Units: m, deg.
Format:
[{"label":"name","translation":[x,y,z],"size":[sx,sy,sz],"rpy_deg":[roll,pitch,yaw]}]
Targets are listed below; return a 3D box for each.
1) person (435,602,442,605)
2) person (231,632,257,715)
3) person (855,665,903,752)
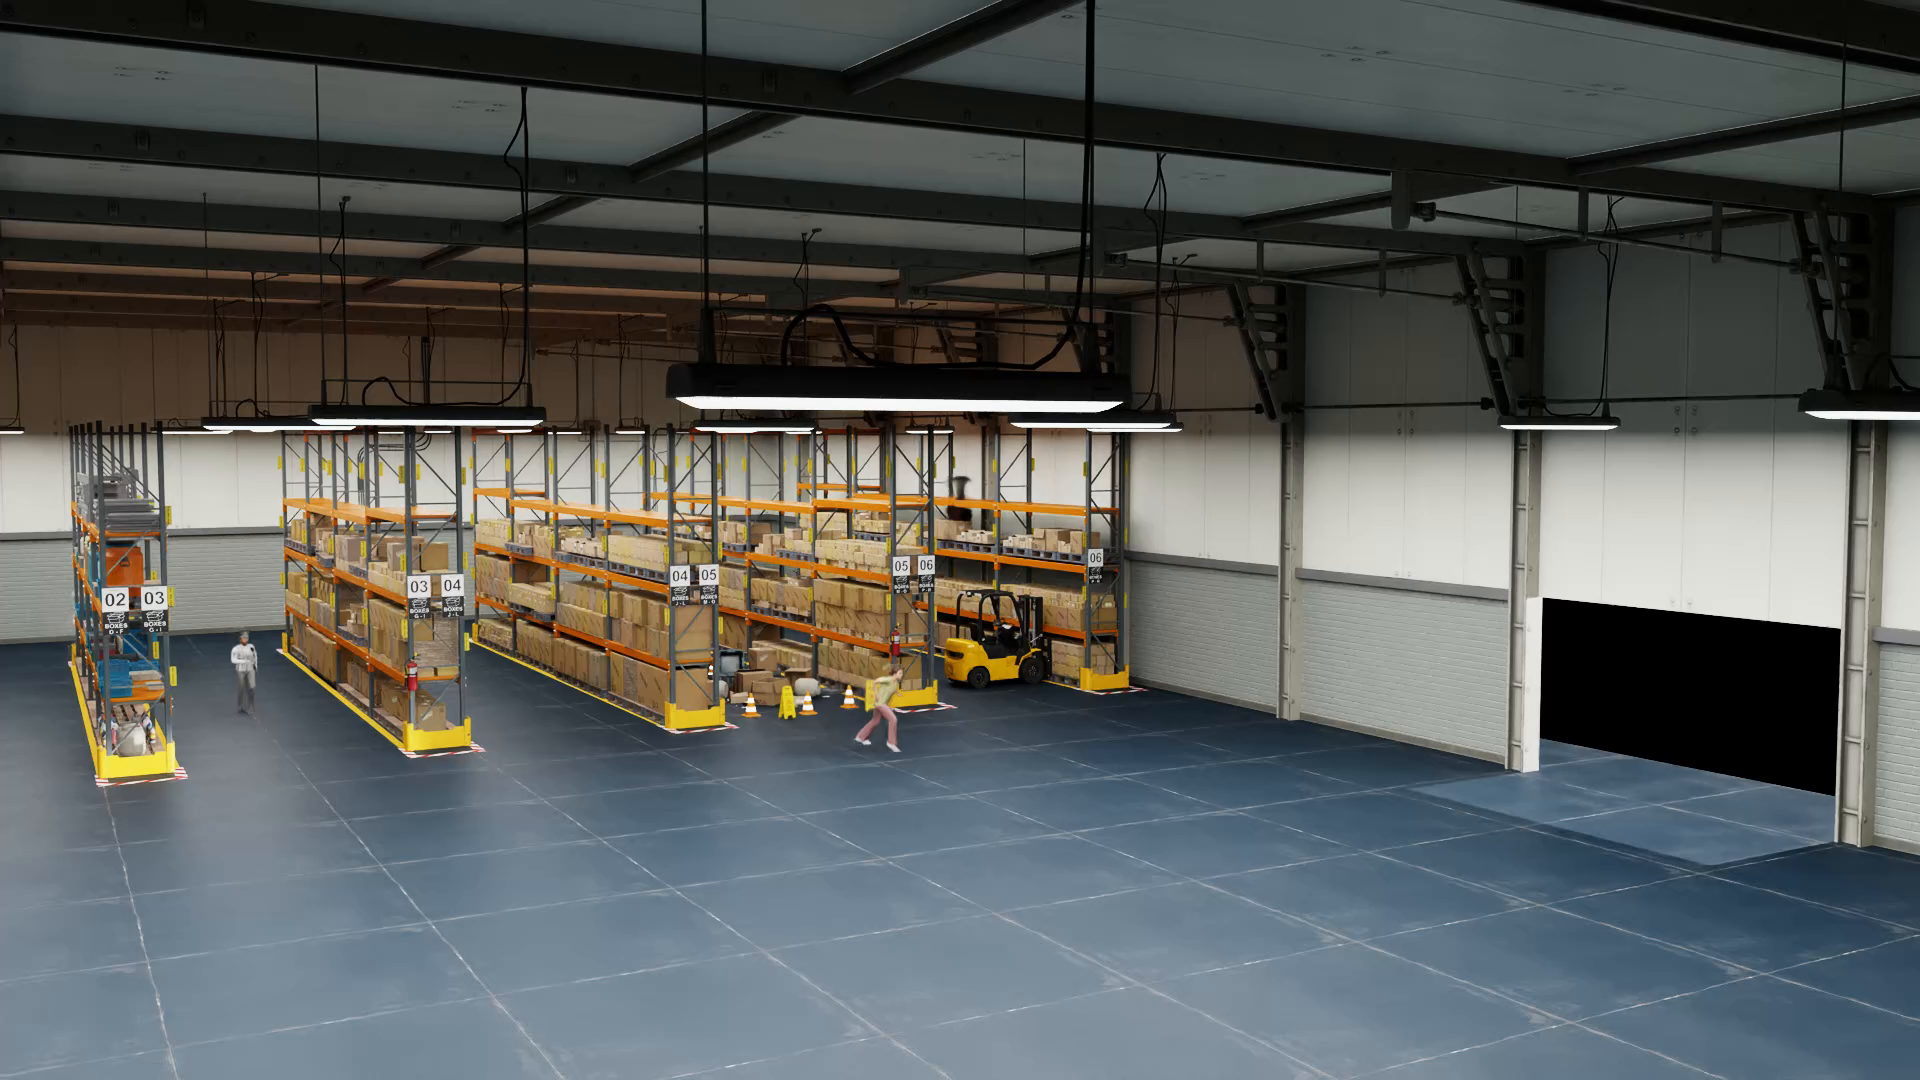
[{"label":"person","translation":[-13.784,2.103,44.667],"size":[0.679,1.725,0.645],"rpy_deg":[-2,4,-25]},{"label":"person","translation":[-14.829,2.752,34.479],"size":[0.547,1.737,0.812],"rpy_deg":[-2,4,-34]},{"label":"person","translation":[-1.486,3.081,30.365],"size":[0.947,1.624,0.618],"rpy_deg":[1,4,21]}]
